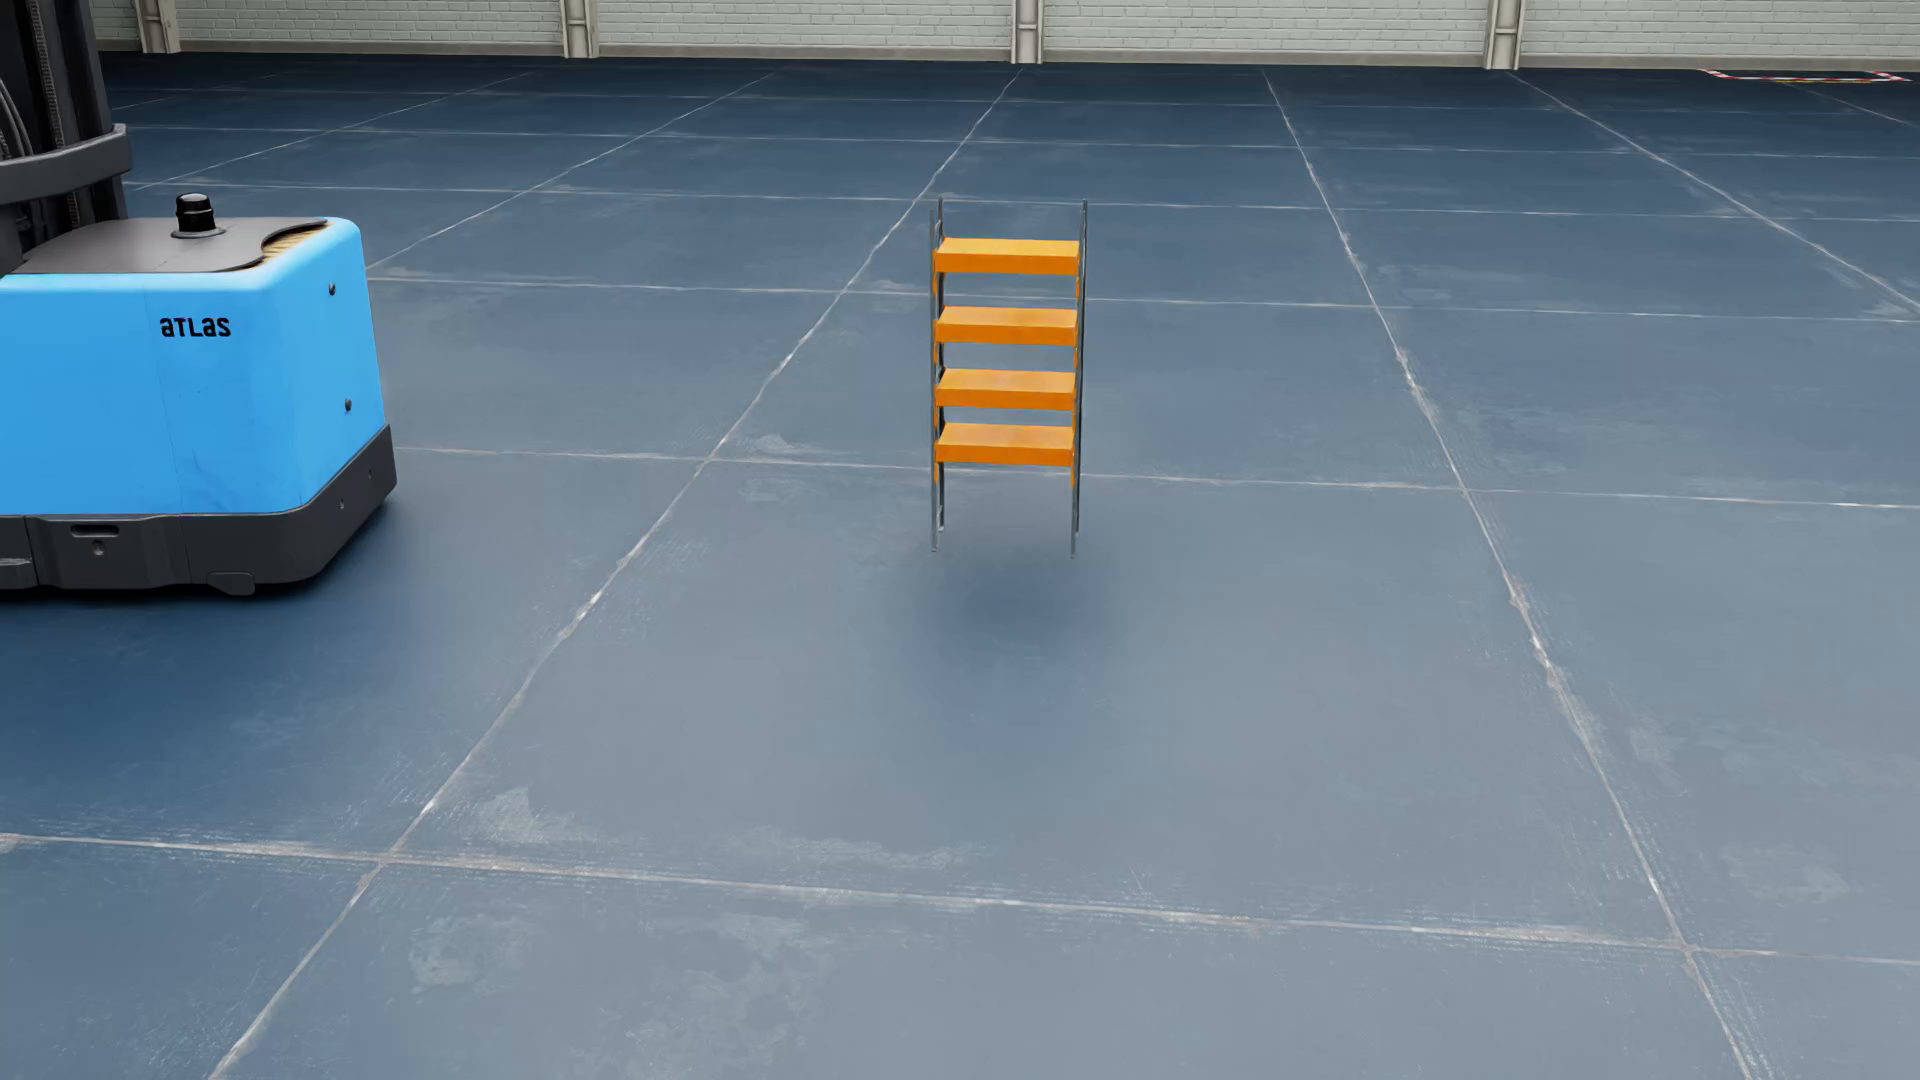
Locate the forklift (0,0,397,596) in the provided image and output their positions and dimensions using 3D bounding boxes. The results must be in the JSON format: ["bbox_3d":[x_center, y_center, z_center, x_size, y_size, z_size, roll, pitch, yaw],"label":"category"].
[{"bbox_3d":[-3.630,-1.337,5.336,3.031,2.935,1.130,0,22,-1],"label":"forklift"}]

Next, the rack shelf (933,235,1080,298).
[{"bbox_3d":[0.164,-0.916,5.557,0.480,0.148,0.258,2,22,6],"label":"rack shelf"}]

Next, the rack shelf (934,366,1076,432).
[{"bbox_3d":[0.164,-0.488,5.726,0.480,0.148,0.258,2,22,6],"label":"rack shelf"}]

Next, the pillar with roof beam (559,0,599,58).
[{"bbox_3d":[-5.588,-9.108,16.738,0.400,9.000,9.100,2,22,6],"label":"pillar with roof beam"}]

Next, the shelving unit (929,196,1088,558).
[{"bbox_3d":[0.164,-0.551,5.701,0.503,1.200,0.258,2,22,6],"label":"shelving unit"}]

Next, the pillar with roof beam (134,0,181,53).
[{"bbox_3d":[-11.546,-9.367,17.394,0.400,9.000,9.100,2,22,6],"label":"pillar with roof beam"}]

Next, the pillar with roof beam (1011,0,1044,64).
[{"bbox_3d":[0.371,-8.848,16.081,0.400,9.000,9.100,2,22,6],"label":"pillar with roof beam"}]

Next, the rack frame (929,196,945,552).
[{"bbox_3d":[-0.078,-0.561,5.728,0.015,1.200,0.240,2,22,6],"label":"rack frame"}]

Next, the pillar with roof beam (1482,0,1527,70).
[{"bbox_3d":[6.329,-8.589,15.424,0.400,9.000,9.100,2,22,6],"label":"pillar with roof beam"}]

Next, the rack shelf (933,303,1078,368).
[{"bbox_3d":[0.164,-0.696,5.644,0.480,0.148,0.258,2,22,6],"label":"rack shelf"}]

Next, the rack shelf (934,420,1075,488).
[{"bbox_3d":[0.164,-0.304,5.799,0.480,0.148,0.258,2,22,6],"label":"rack shelf"}]

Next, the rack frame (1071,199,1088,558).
[{"bbox_3d":[0.407,-0.540,5.674,0.015,1.200,0.240,2,22,6],"label":"rack frame"}]
